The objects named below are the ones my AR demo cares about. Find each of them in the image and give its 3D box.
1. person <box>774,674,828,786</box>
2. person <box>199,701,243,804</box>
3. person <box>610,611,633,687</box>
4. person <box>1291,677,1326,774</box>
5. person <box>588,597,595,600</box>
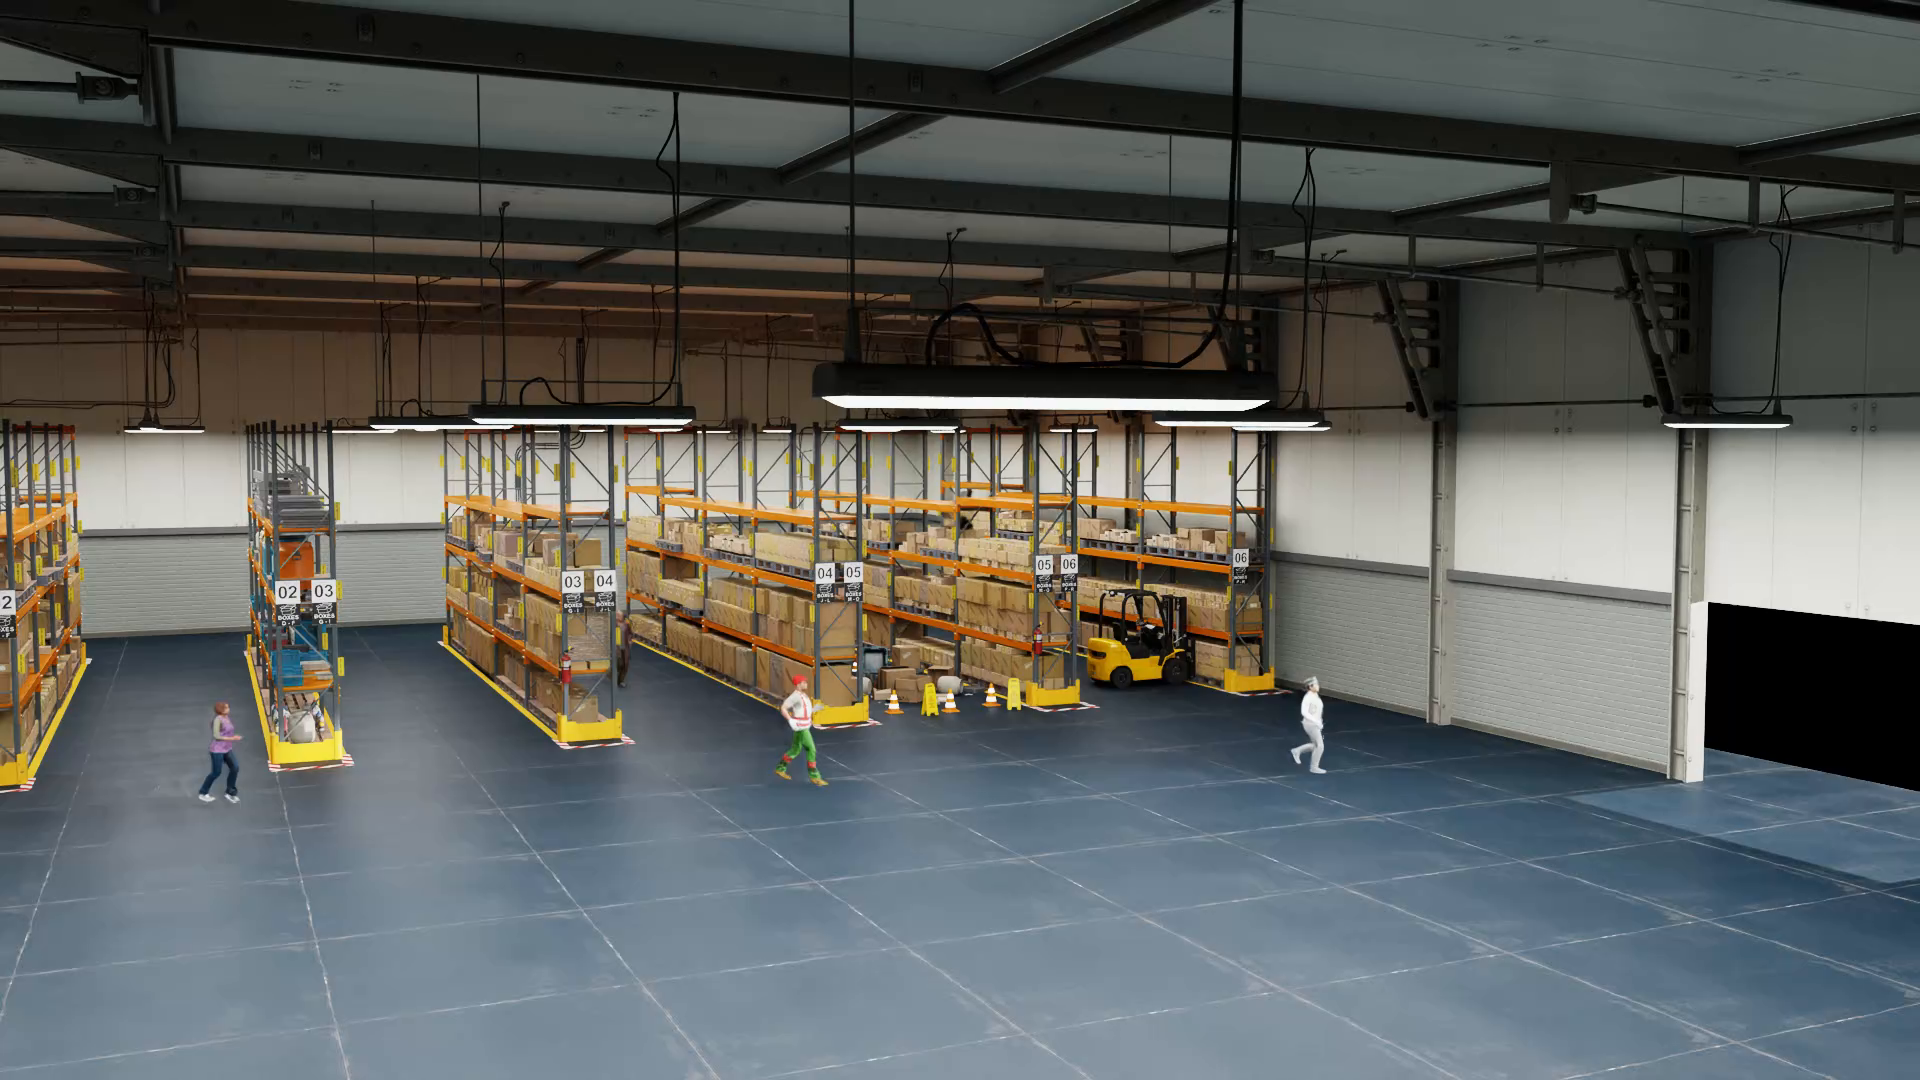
[{"bbox_3d":[-2.595,3.101,27.215,0.900,1.812,0.657,0,4,3],"label":"person"},{"bbox_3d":[-11.461,3.319,25.807,0.707,1.662,0.559,0,4,3],"label":"person"},{"bbox_3d":[-7.776,2.489,37.992,0.710,1.731,0.637,-3,4,-35],"label":"person"},{"bbox_3d":[5.927,3.129,28.230,0.600,1.648,0.642,2,4,25],"label":"person"},{"bbox_3d":[-10.312,1.952,46.122,0.717,1.803,0.973,-1,4,-16],"label":"person"}]
